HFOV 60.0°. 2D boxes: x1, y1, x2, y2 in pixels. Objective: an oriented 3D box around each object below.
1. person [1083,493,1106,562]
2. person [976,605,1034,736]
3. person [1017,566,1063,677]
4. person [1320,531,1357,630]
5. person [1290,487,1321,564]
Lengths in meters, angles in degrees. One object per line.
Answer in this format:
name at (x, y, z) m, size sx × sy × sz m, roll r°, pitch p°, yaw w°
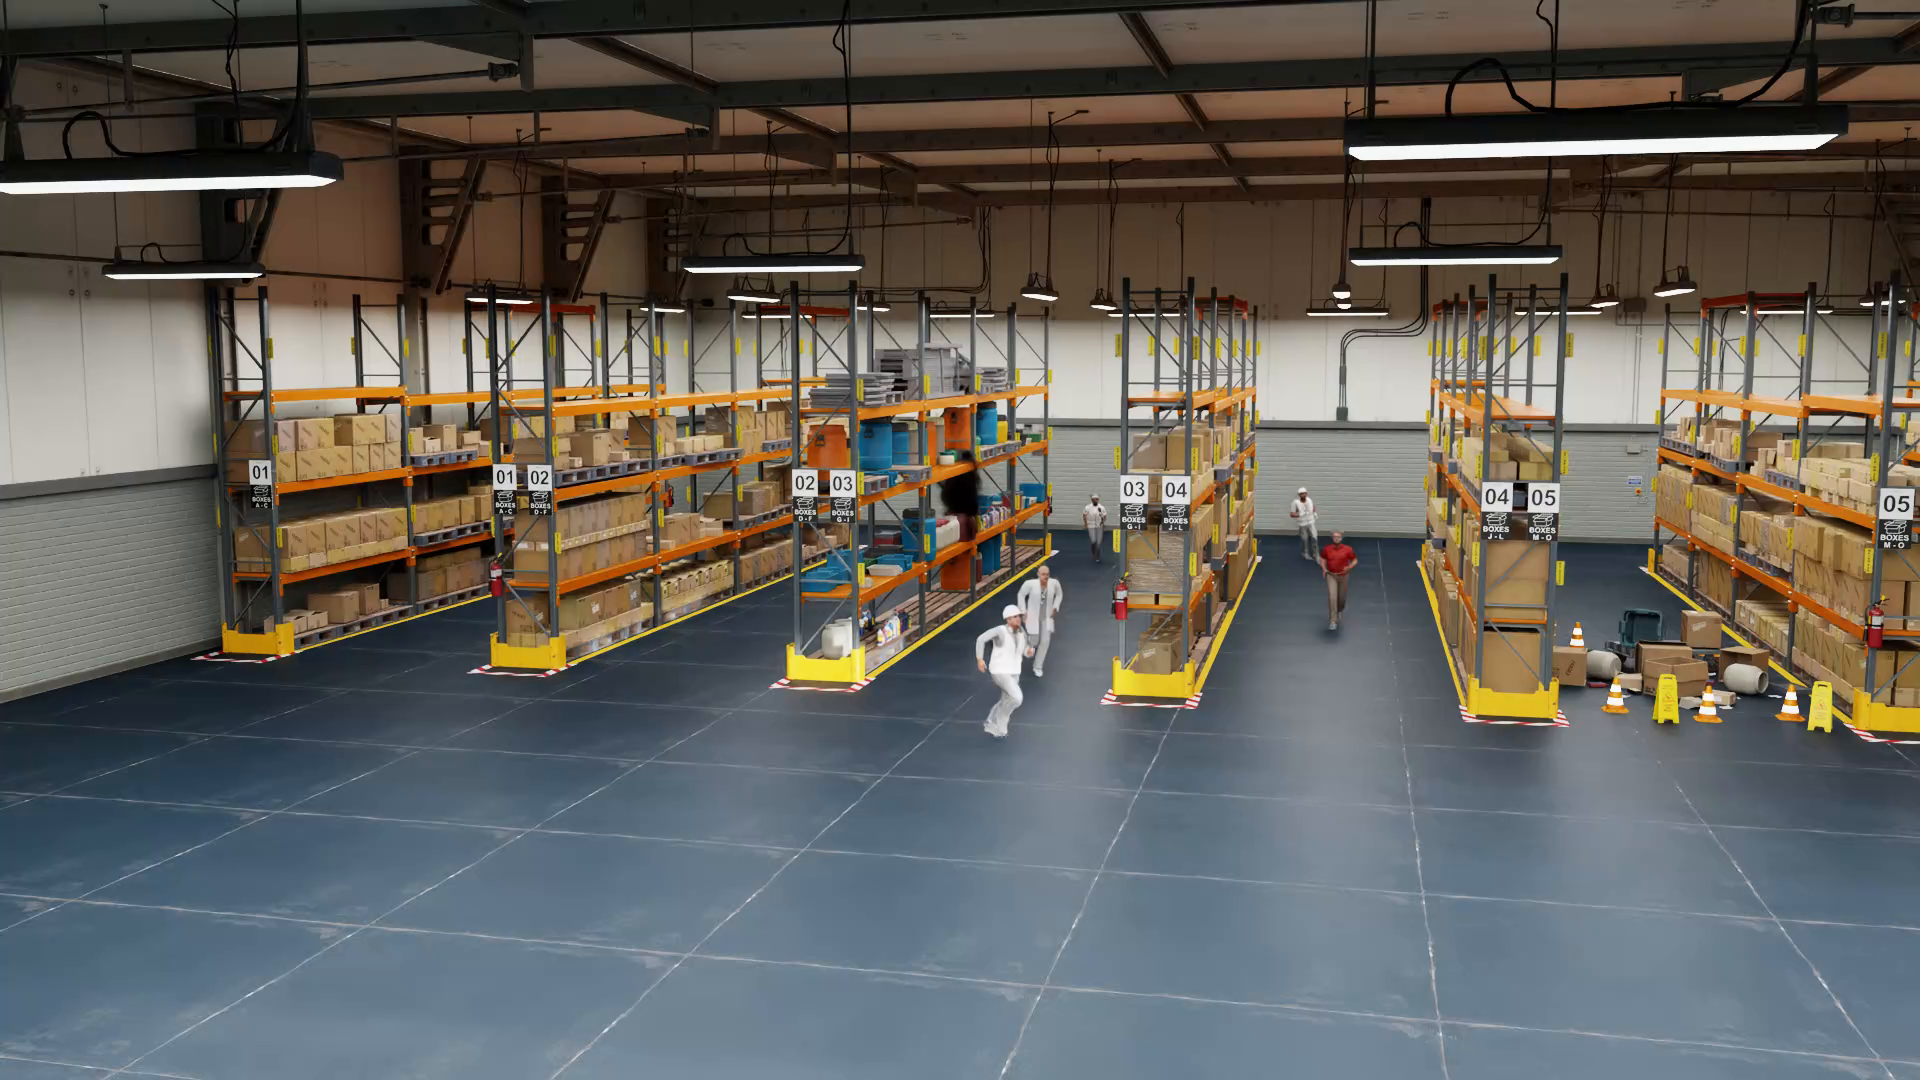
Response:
person at (3.172, -0.293, 39.054) m, size 0.537 × 1.641 × 0.623 m, roll 0°, pitch 7°, yaw -3°
person at (0.608, 1.684, 21.289) m, size 0.690 × 1.723 × 0.766 m, roll -6°, pitch 9°, yaw -44°
person at (1.218, 1.216, 25.788) m, size 0.707 × 1.719 × 0.856 m, roll -2°, pitch 7°, yaw -16°
person at (6.786, 0.699, 29.841) m, size 0.653 × 1.728 × 0.912 m, roll 2°, pitch 7°, yaw 13°
person at (8.069, -0.353, 38.930) m, size 0.748 × 1.771 × 0.819 m, roll -1°, pitch 7°, yaw -7°
